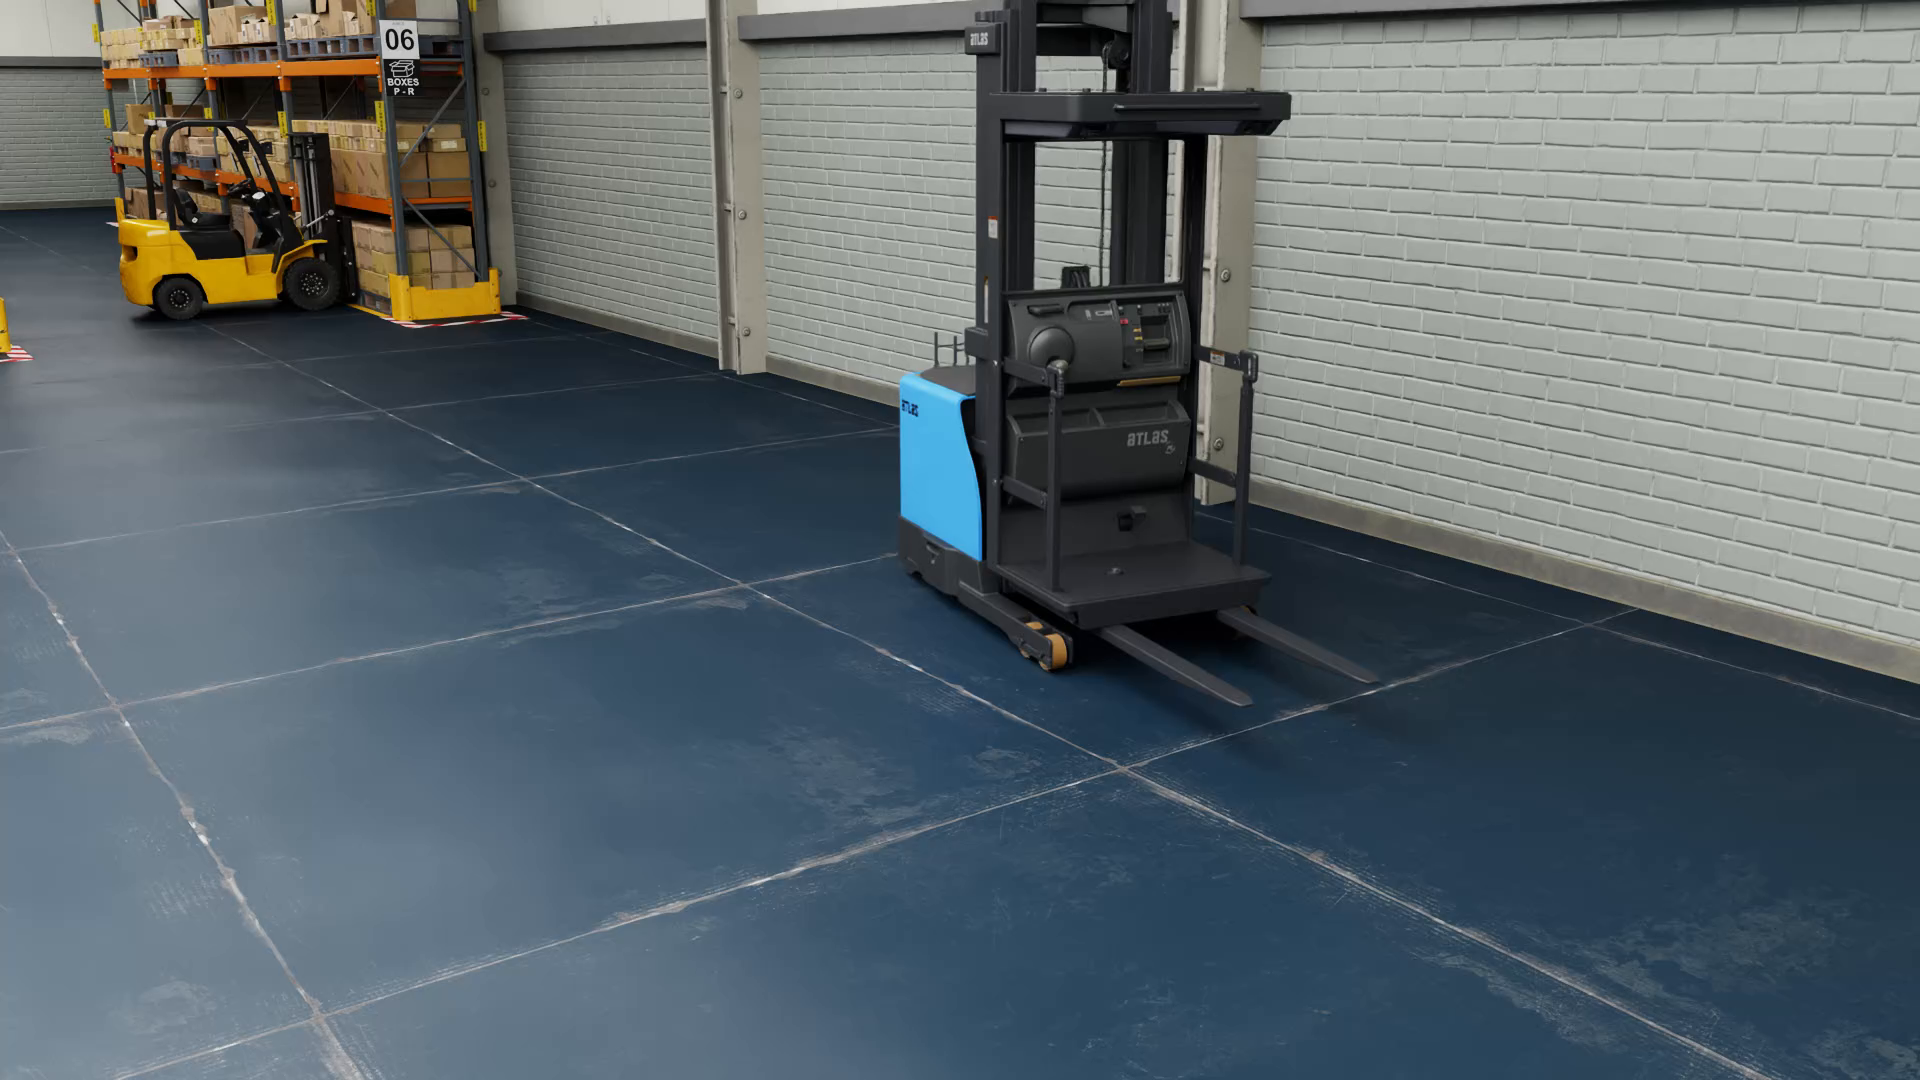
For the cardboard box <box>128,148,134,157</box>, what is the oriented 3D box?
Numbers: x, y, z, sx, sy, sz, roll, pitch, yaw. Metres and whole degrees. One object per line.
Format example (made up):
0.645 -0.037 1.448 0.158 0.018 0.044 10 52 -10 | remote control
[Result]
-14.551 -6.900 29.579 0.380 0.149 0.250 -12 19 -36 | cardboard box

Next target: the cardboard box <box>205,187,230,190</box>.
-12.438 -5.838 27.936 0.380 0.149 0.250 -12 19 -37 | cardboard box

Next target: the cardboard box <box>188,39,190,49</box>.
-11.497 -7.539 25.286 0.380 0.149 0.250 -11 19 -34 | cardboard box

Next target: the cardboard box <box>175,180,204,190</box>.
-12.700 -5.850 27.414 0.380 0.149 0.250 -12 19 -37 | cardboard box

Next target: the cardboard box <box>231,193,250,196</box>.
-11.394 -5.446 26.501 0.380 0.149 0.250 -11 19 -34 | cardboard box

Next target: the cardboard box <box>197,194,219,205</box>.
-11.788 -5.372 26.231 0.380 0.149 0.250 -12 19 -37 | cardboard box

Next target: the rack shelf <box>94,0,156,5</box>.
-14.064 -9.534 28.735 1.077 0.370 4.000 -11 19 -35 | rack shelf

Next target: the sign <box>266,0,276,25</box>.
-8.617 -6.616 20.808 0.100 0.325 0.005 -11 19 -35 | sign

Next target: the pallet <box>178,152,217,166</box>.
-11.683 -6.030 26.290 1.003 0.211 1.213 -11 19 -35 | pallet

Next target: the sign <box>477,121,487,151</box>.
-5.379 -4.541 18.694 0.100 0.325 0.005 -11 19 -35 | sign

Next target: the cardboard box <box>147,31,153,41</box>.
-12.737 -8.044 26.529 0.380 0.149 0.250 -11 19 -36 | cardboard box

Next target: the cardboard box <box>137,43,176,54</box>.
-13.374 -8.144 27.690 0.500 0.250 0.500 -11 19 -34 | cardboard box

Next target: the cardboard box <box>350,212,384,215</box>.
-7.428 -4.032 21.144 0.500 0.250 0.500 -11 19 -35 | cardboard box

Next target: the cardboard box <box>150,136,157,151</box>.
-13.384 -6.704 28.110 0.500 0.250 0.500 -10 18 -33 | cardboard box

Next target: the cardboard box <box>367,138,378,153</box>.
-6.437 -4.442 18.704 0.380 0.149 0.250 -11 18 -34 | cardboard box

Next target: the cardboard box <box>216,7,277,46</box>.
-9.929 -7.169 23.232 0.700 0.500 0.500 -11 19 -36 | cardboard box

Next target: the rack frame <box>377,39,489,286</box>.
-5.832 -4.000 18.508 1.000 3.000 0.127 -11 19 -35 | rack frame

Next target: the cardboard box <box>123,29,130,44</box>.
-13.976 -8.608 28.438 0.500 0.250 0.500 -10 18 -34 | cardboard box

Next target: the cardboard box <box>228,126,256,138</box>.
-10.257 -5.848 23.842 0.380 0.149 0.250 -10 18 -33 | cardboard box

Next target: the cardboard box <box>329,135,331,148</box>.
-7.480 -4.828 20.118 0.380 0.149 0.250 -12 19 -36 | cardboard box

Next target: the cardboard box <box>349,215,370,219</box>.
-7.559 -3.845 20.463 0.500 0.250 0.500 -10 18 -33 | cardboard box

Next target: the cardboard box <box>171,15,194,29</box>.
-12.652 -8.427 27.145 0.396 0.266 0.258 -11 19 -35 | cardboard box

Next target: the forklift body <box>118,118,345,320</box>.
-8.423 -3.712 19.065 2.313 2.155 1.214 -11 19 -35 | forklift body

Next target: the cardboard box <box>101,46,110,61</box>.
-15.200 -8.797 30.075 0.500 0.250 0.500 -11 19 -35 | cardboard box

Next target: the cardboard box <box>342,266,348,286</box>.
-7.259 -3.251 20.185 0.500 0.250 0.500 -10 18 -33 | cardboard box

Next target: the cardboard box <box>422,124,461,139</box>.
-5.857 -4.609 18.754 0.380 0.149 0.250 -11 19 -36 | cardboard box

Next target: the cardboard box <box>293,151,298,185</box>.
-8.134 -4.767 21.122 0.500 0.500 0.500 -12 19 -36 | cardboard box

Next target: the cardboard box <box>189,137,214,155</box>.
-11.418 -6.013 25.354 0.500 0.250 0.500 -12 19 -37 | cardboard box

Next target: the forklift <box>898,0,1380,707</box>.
0.747 -0.959 7.528 1.130 2.935 3.031 -7 17 -24 | forklift

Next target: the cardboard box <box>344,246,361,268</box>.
-6.978 -3.389 19.741 0.500 0.250 0.500 -11 19 -36 | cardboard box

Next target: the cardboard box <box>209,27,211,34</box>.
-10.977 -7.446 24.382 0.380 0.149 0.250 -10 18 -33 | cardboard box

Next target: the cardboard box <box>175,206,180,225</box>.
-12.785 -5.421 27.640 0.500 0.500 0.500 -10 18 -32 | cardboard box

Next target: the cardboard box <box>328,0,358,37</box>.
-6.811 -6.037 19.094 0.700 0.500 0.500 -11 19 -34 | cardboard box

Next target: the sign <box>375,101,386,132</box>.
-6.279 -4.591 18.027 0.100 0.325 0.005 -11 19 -35 | sign

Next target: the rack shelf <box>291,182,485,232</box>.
-7.008 -4.080 20.164 1.077 0.370 4.000 -11 19 -35 | rack shelf

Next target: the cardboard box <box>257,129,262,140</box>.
-9.340 -5.522 22.651 0.380 0.149 0.250 -11 19 -34 | cardboard box

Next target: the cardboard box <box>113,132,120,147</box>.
-15.191 -7.349 30.465 0.500 0.250 0.500 -11 19 -34 | cardboard box

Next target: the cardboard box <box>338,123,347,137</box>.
-7.045 -4.805 19.469 0.380 0.149 0.250 -10 18 -33 | cardboard box

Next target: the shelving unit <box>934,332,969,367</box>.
0.009 -0.576 9.406 0.258 1.200 0.189 -11 19 -35 | shelving unit

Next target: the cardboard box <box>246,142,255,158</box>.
-9.565 -5.418 23.025 0.500 0.250 0.500 -11 19 -34 | cardboard box

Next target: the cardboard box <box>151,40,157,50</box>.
-12.602 -7.846 26.371 0.380 0.149 0.250 -11 19 -34 | cardboard box

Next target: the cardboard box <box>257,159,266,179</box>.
-9.259 -5.066 22.688 0.500 0.250 0.500 -11 19 -34 | cardboard box

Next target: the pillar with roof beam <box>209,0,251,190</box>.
-16.050 -9.076 25.692 9.100 9.000 0.400 -11 19 -35 | pillar with roof beam

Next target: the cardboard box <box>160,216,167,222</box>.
-13.453 -5.463 28.460 0.380 0.149 0.250 -12 19 -36 | cardboard box

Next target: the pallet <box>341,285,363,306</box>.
-7.029 -3.072 20.401 1.003 0.211 1.213 -11 19 -35 | pallet

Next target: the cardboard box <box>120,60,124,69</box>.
-14.417 -8.296 28.997 0.380 0.149 0.250 -11 19 -34 | cardboard box

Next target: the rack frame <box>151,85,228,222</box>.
-12.888 -6.562 27.871 1.000 3.000 0.127 -11 19 -35 | rack frame

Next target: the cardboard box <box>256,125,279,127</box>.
-10.181 -6.031 24.512 0.380 0.149 0.250 -10 18 -33 | cardboard box
